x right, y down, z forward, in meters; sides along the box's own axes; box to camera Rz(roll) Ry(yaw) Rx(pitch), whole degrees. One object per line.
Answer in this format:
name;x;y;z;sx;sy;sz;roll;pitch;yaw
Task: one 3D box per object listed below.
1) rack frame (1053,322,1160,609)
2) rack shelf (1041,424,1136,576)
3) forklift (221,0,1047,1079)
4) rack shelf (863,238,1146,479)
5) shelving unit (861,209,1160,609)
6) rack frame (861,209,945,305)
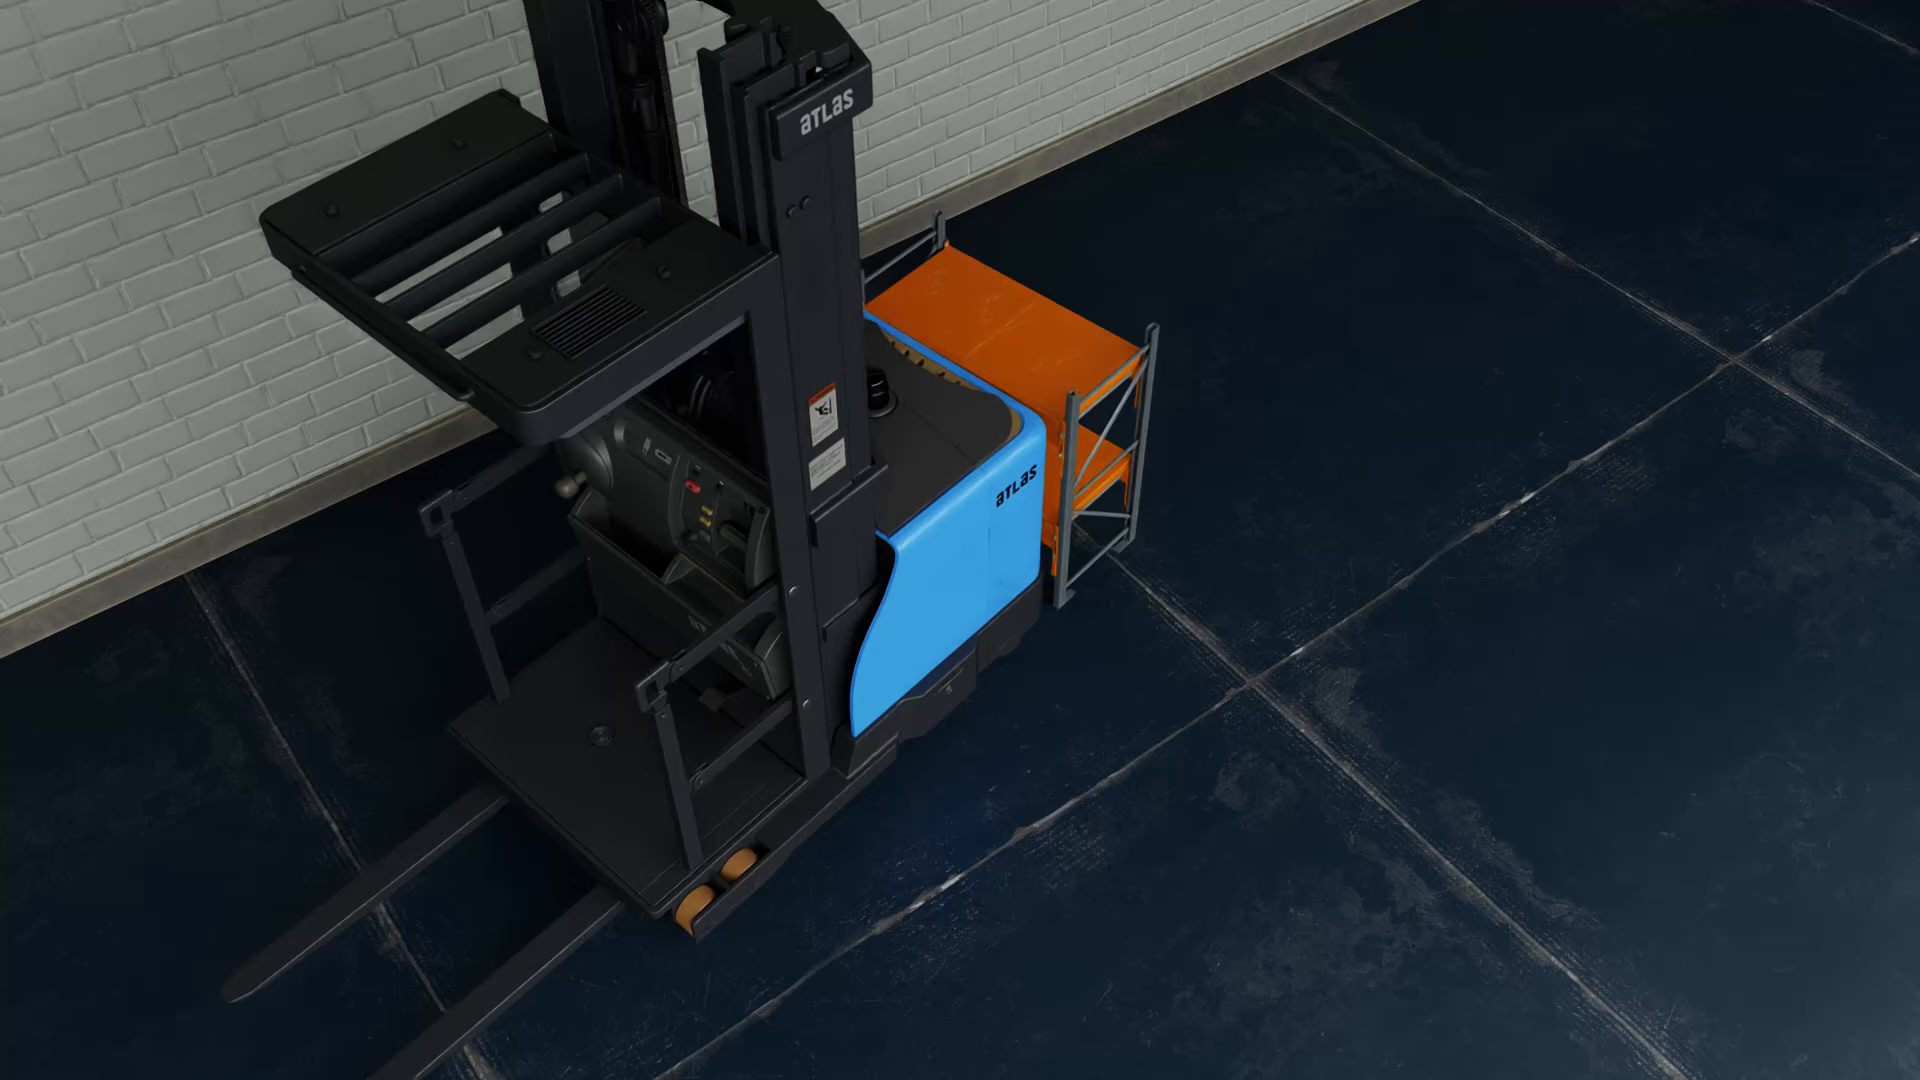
rack frame;0.538;-0.255;6.221;0.032;1.125;0.500;33;56;26
rack shelf;0.153;-0.337;6.625;1.000;0.278;0.538;33;56;26
forklift;-1.044;-0.099;4.860;1.130;2.935;3.031;34;56;27
rack shelf;0.153;-0.698;6.227;1.000;0.278;0.538;33;56;26
shelving unit;0.153;-0.501;6.444;1.048;1.125;0.538;33;56;26
rack frame;-0.231;-0.747;6.667;0.032;1.125;0.500;33;56;26
